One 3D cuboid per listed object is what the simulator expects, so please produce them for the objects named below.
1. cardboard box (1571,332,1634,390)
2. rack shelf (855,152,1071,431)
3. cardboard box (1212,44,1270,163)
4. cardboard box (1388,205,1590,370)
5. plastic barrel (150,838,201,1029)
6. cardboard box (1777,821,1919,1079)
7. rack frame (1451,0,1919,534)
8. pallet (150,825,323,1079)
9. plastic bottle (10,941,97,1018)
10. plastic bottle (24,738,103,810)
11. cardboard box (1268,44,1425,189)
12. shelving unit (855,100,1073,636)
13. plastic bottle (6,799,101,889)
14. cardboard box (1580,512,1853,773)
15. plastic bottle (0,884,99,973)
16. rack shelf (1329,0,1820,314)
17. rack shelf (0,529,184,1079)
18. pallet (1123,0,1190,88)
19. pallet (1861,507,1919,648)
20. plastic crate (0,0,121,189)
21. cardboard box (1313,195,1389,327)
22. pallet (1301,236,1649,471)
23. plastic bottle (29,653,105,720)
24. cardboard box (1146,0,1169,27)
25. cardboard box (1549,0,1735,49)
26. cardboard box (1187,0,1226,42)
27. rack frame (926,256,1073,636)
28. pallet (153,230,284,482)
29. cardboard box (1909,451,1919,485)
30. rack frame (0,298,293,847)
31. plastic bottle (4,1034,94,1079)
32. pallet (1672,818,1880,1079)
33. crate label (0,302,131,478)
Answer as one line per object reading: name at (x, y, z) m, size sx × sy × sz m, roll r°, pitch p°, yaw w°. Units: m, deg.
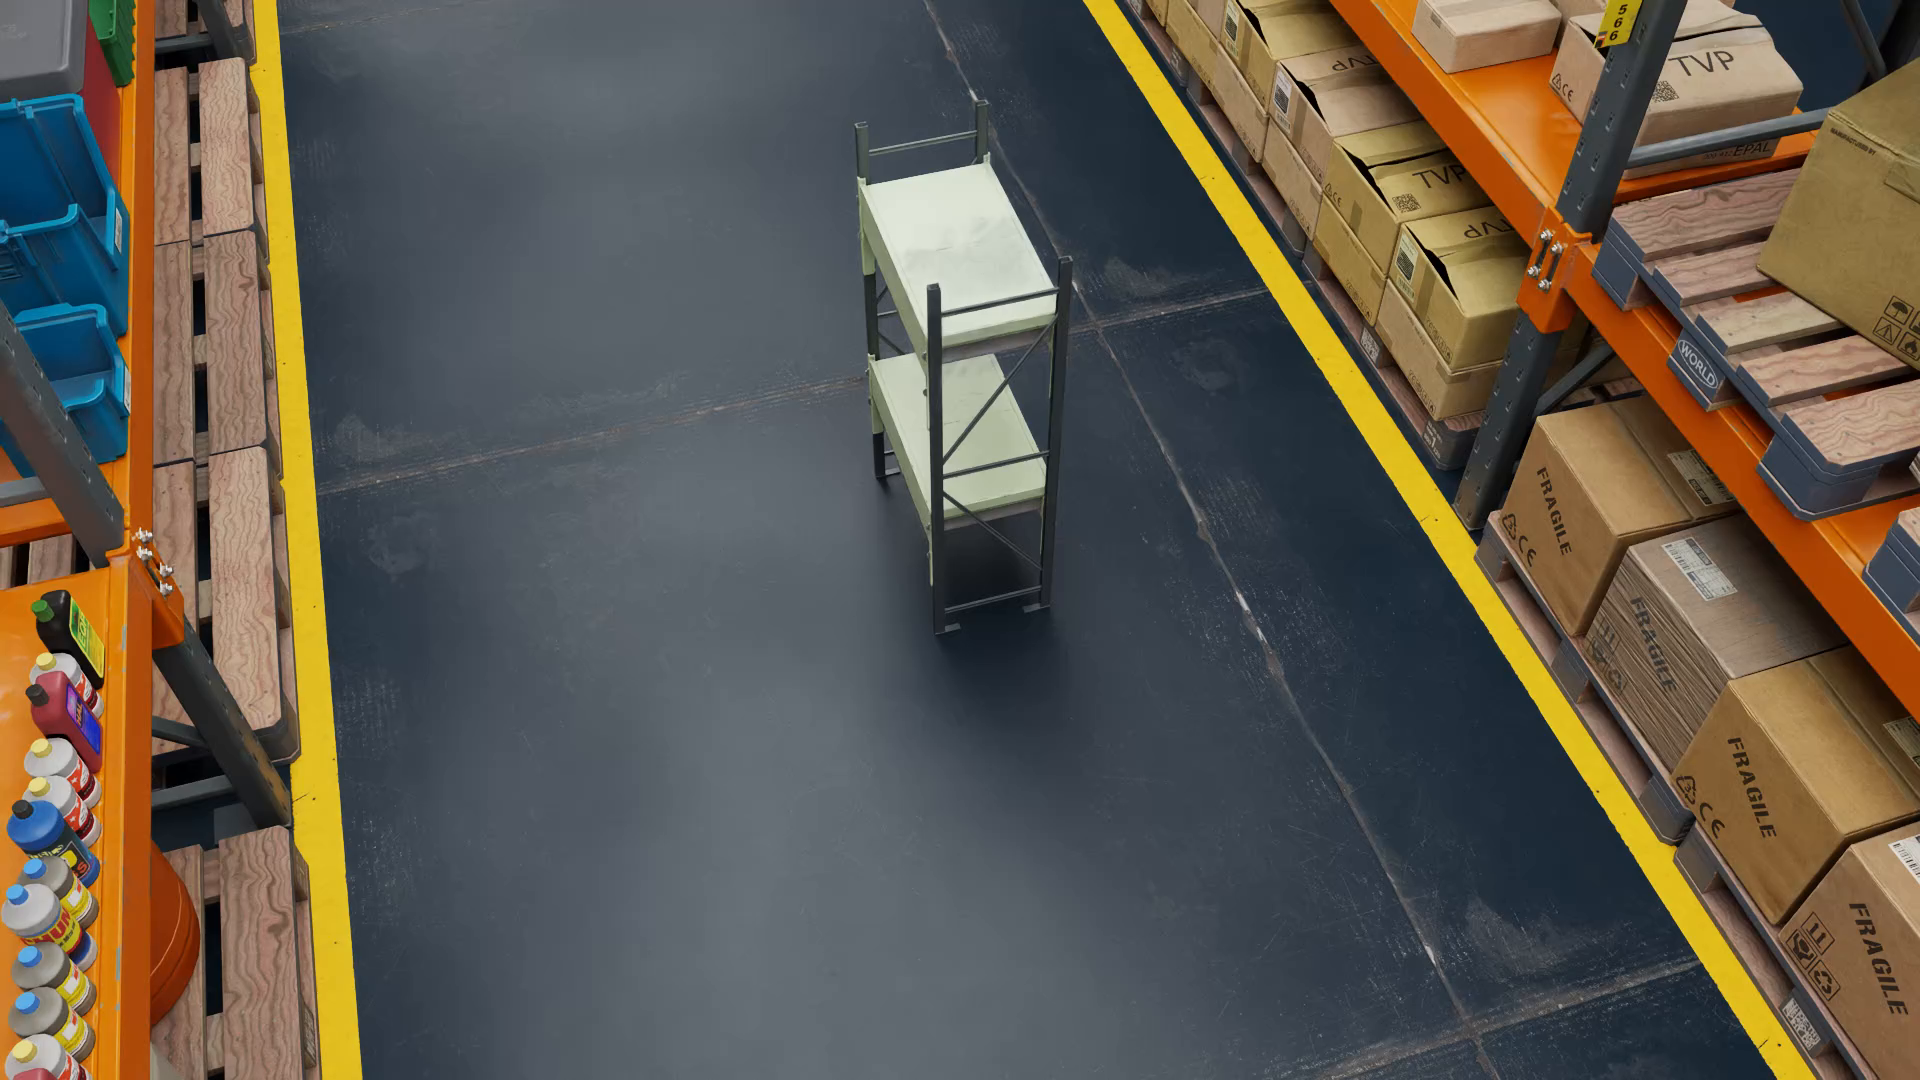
cardboard box at (2.348, -0.846, 6.025) m, size 0.500 × 0.250 × 0.500 m, roll -13°, pitch 51°, yaw -11°
rack shelf at (-0.002, -0.740, 4.882) m, size 0.431 × 0.370 × 0.720 m, roll -13°, pitch 51°, yaw -11°
cardboard box at (1.377, -1.845, 6.867) m, size 0.500 × 0.250 × 0.500 m, roll -12°, pitch 51°, yaw -10°
cardboard box at (1.832, -0.905, 5.708) m, size 0.500 × 0.311 × 0.500 m, roll -12°, pitch 51°, yaw -10°
plastic barrel at (-2.350, 0.886, 4.186) m, size 0.600 × 0.830 × 0.708 m, roll -13°, pitch 51°, yaw -11°
cardboard box at (2.547, 1.041, 4.258) m, size 0.500 × 0.500 × 0.500 m, roll -15°, pitch 51°, yaw -12°
rack frame at (2.222, -1.148, 4.756) m, size 1.000 × 3.000 × 0.127 m, roll -13°, pitch 51°, yaw -11°
pallet at (-2.238, 1.434, 4.403) m, size 1.003 × 0.211 × 1.213 m, roll -13°, pitch 51°, yaw -11°
plastic bottle at (-1.754, 0.844, 3.206) m, size 0.097 × 0.201 × 0.097 m, roll 0°, pitch 50°, yaw 0°
plastic bottle at (-1.898, 0.489, 3.506) m, size 0.097 × 0.201 × 0.097 m, roll 0°, pitch 50°, yaw 0°
cardboard box at (1.526, -1.653, 6.338) m, size 0.500 × 0.311 × 0.500 m, roll -14°, pitch 51°, yaw -11°
shelving unit at (-0.002, -0.488, 5.181) m, size 0.431 × 1.500 × 0.755 m, roll -13°, pitch 51°, yaw -11°
plastic bottle at (-1.841, 0.608, 3.359) m, size 0.097 × 0.271 × 0.097 m, roll 0°, pitch 50°, yaw 0°
cardboard box at (2.244, 0.294, 4.888) m, size 0.500 × 0.500 × 0.500 m, roll -15°, pitch 51°, yaw -12°
plastic bottle at (-1.783, 0.751, 3.239) m, size 0.097 × 0.271 × 0.097 m, roll 0°, pitch 50°, yaw 0°
rack shelf at (1.631, -2.377, 6.263) m, size 1.077 × 0.370 × 4.000 m, roll -13°, pitch 51°, yaw -11°
rack shelf at (-1.919, 1.661, 2.858) m, size 1.077 × 0.370 × 4.000 m, roll -13°, pitch 51°, yaw -11°
pallet at (1.295, -2.642, 7.839) m, size 1.003 × 0.211 × 1.213 m, roll -13°, pitch 51°, yaw -11°
pallet at (2.802, 0.333, 3.633) m, size 1.003 × 0.211 × 1.213 m, roll -13°, pitch 51°, yaw -11°
plastic crate at (-2.696, -1.301, 4.843) m, size 0.402 × 0.464 × 0.583 m, roll -13°, pitch 51°, yaw -11°
cardboard box at (1.678, -1.102, 6.241) m, size 0.500 × 0.250 × 0.500 m, roll -14°, pitch 51°, yaw -11°
pallet at (2.016, -0.860, 6.337) m, size 1.003 × 0.211 × 1.213 m, roll -13°, pitch 51°, yaw -11°
plastic bottle at (-1.967, 0.320, 3.648) m, size 0.097 × 0.201 × 0.097 m, roll 0°, pitch 50°, yaw 0°
cardboard box at (1.072, -2.595, 7.499) m, size 0.500 × 0.250 × 0.500 m, roll -12°, pitch 51°, yaw -10°
cardboard box at (2.143, -1.817, 5.378) m, size 0.500 × 0.311 × 0.500 m, roll -14°, pitch 51°, yaw -11°
cardboard box at (1.221, -2.397, 6.966) m, size 0.500 × 0.311 × 0.500 m, roll -15°, pitch 51°, yaw -12°
rack frame at (0.106, -0.221, 4.955) m, size 0.400 × 1.500 × 0.023 m, roll -13°, pitch 51°, yaw -11°
pallet at (-3.060, -0.596, 6.115) m, size 1.003 × 0.211 × 1.213 m, roll -13°, pitch 51°, yaw -11°
cardboard box at (2.604, -0.170, 3.592) m, size 0.700 × 0.500 × 0.500 m, roll -5°, pitch 50°, yaw -4°
rack frame at (-2.510, -0.031, 3.814) m, size 1.000 × 3.000 × 0.127 m, roll -13°, pitch 51°, yaw -11°
plastic bottle at (-1.697, 0.986, 3.086) m, size 0.097 × 0.201 × 0.097 m, roll 0°, pitch 50°, yaw 0°
pallet at (2.764, 1.194, 4.606) m, size 1.003 × 0.211 × 1.213 m, roll -13°, pitch 51°, yaw -11°
crate label at (-2.277, -0.370, 4.209) m, size 0.303 × 0.233 × 0.416 m, roll -13°, pitch 51°, yaw -11°
